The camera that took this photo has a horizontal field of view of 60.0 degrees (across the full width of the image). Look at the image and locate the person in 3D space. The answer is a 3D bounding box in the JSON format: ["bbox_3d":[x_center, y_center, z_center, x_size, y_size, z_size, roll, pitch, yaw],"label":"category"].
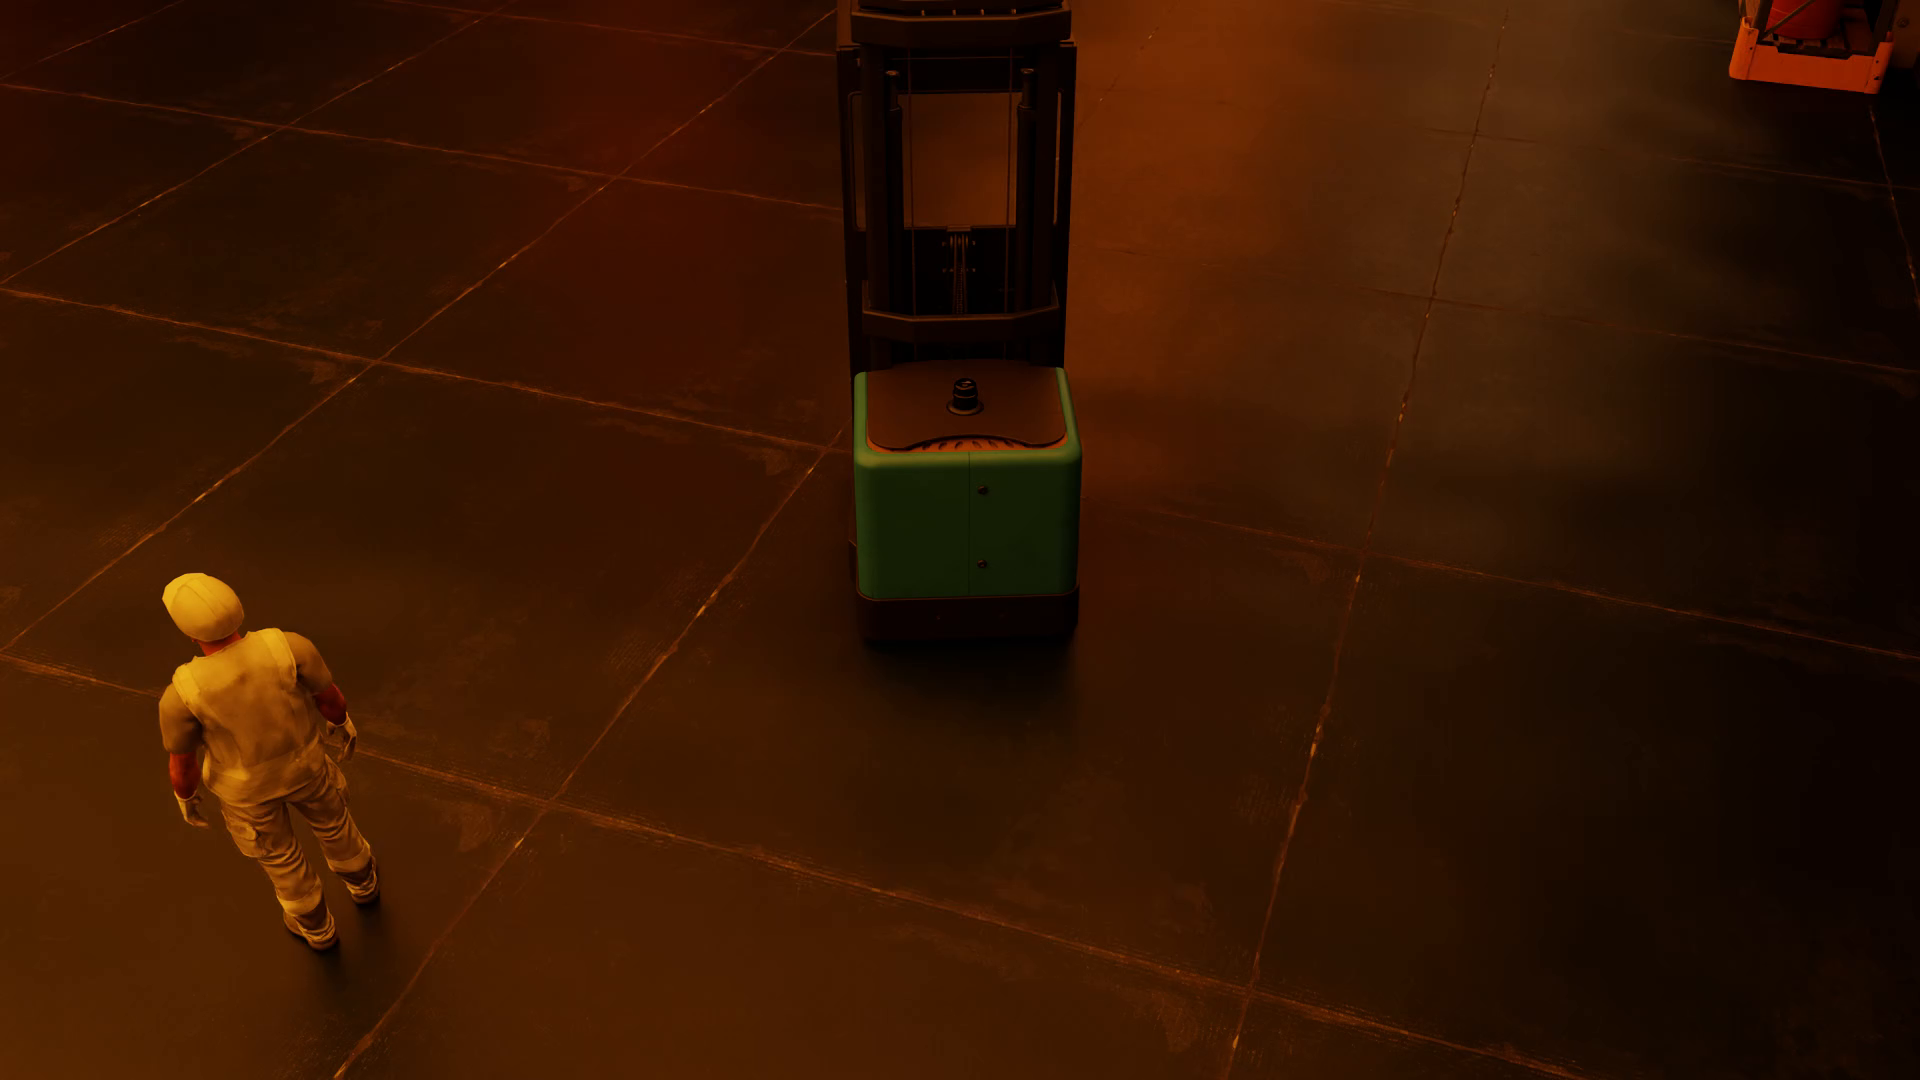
[{"bbox_3d":[-2.505,0.782,5.983,0.638,1.789,0.563,-25,42,-30],"label":"person"}]

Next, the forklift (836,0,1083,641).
[{"bbox_3d":[-0.029,-1.547,8.293,1.130,2.935,3.031,-2,35,-2],"label":"forklift"}]
